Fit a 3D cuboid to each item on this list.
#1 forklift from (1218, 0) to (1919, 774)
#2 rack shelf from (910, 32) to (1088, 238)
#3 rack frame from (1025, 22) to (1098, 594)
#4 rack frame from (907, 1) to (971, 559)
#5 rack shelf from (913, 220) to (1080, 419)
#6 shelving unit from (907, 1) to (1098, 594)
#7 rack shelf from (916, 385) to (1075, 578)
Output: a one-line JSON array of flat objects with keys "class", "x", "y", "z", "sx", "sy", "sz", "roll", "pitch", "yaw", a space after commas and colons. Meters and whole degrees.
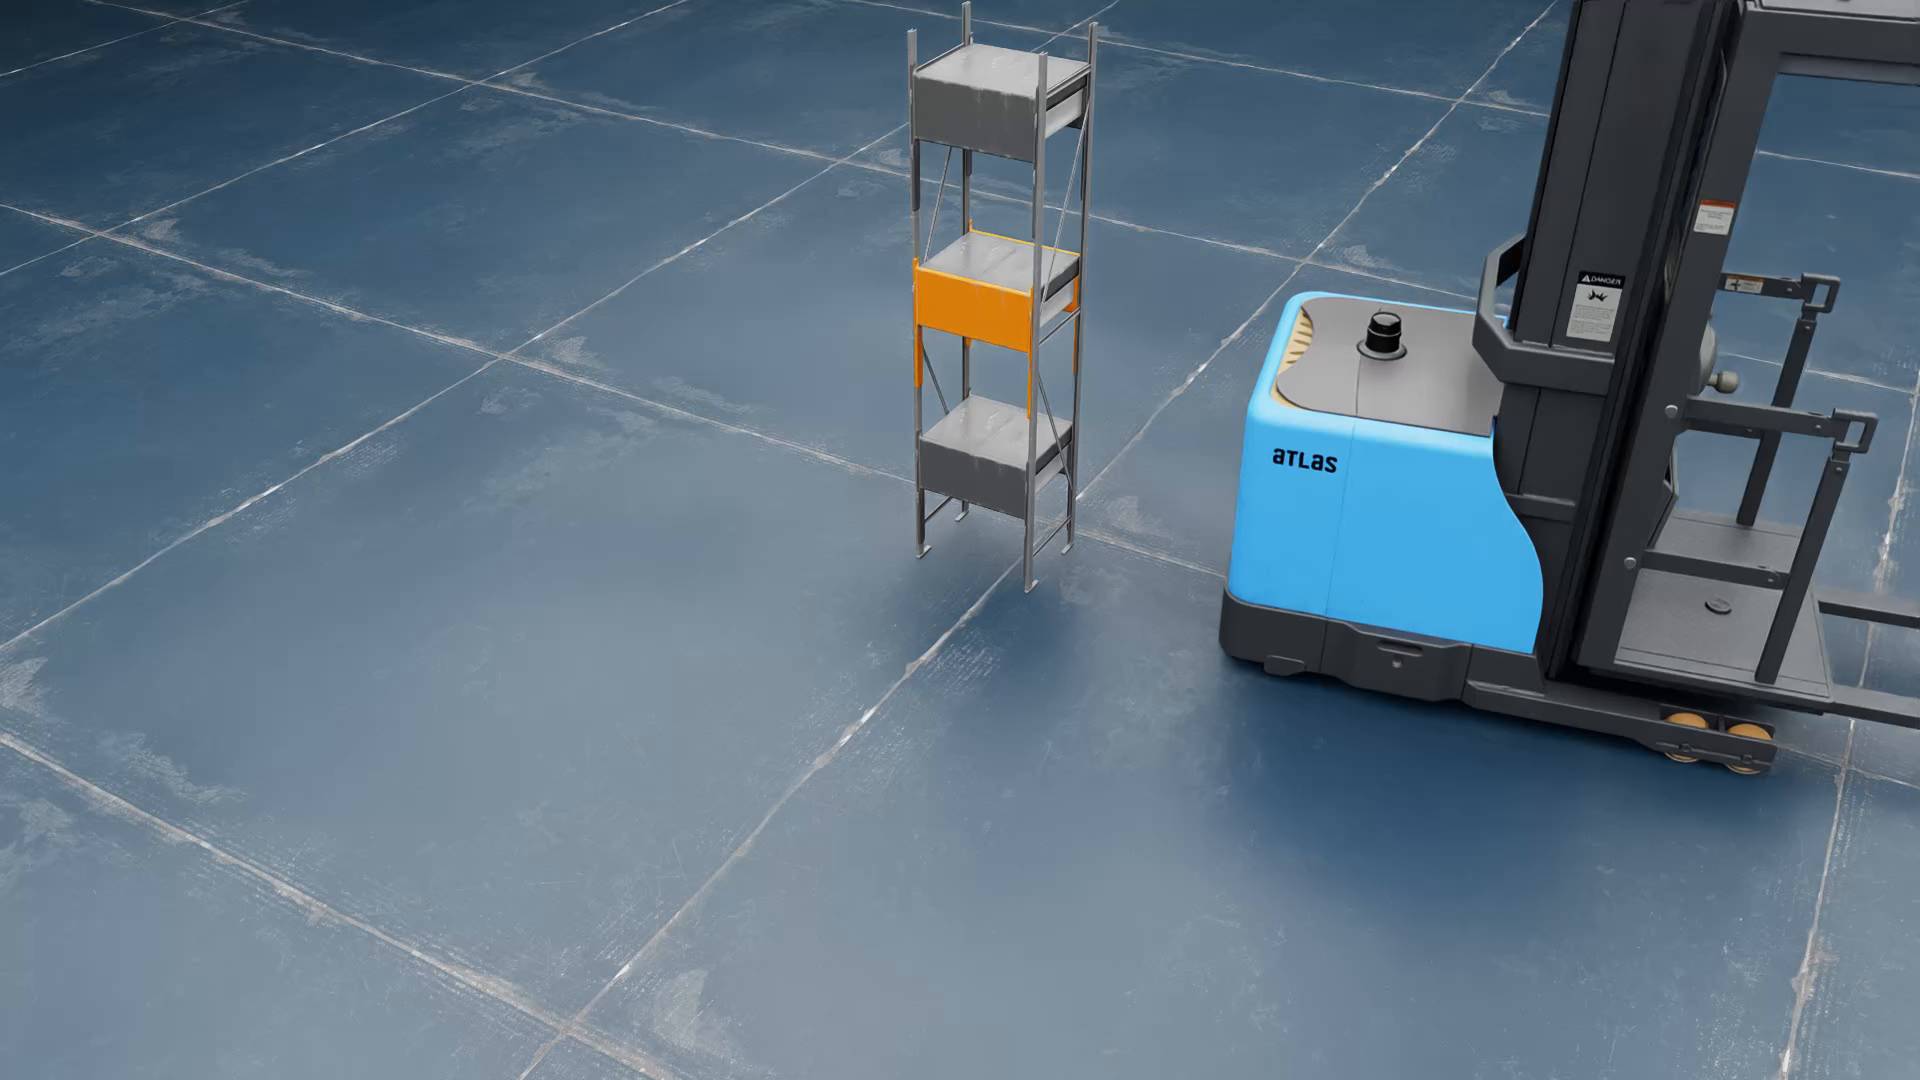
[{"class": "forklift", "x": 2.518, "y": -0.767, "z": 5.258, "sx": 3.031, "sy": 2.935, "sz": 1.130, "roll": 10, "pitch": 35, "yaw": 15}, {"class": "rack shelf", "x": 0.144, "y": -1.400, "z": 5.719, "sx": 0.480, "sy": 0.518, "sz": 0.431, "roll": 18, "pitch": 37, "yaw": 24}, {"class": "rack frame", "x": 0.356, "y": -0.761, "z": 5.999, "sx": 0.015, "sy": 2.100, "sz": 0.400, "roll": 18, "pitch": 37, "yaw": 24}, {"class": "rack frame", "x": -0.068, "y": -0.896, "z": 6.200, "sx": 0.015, "sy": 2.100, "sz": 0.400, "roll": 18, "pitch": 37, "yaw": 24}, {"class": "rack shelf", "x": 0.144, "y": -0.817, "z": 6.107, "sx": 0.480, "sy": 0.518, "sz": 0.431, "roll": 18, "pitch": 37, "yaw": 24}, {"class": "shelving unit", "x": 0.144, "y": -0.828, "z": 6.100, "sx": 0.503, "sy": 2.100, "sz": 0.431, "roll": 18, "pitch": 37, "yaw": 24}, {"class": "rack shelf", "x": 0.144, "y": -0.234, "z": 6.495, "sx": 0.480, "sy": 0.518, "sz": 0.431, "roll": 18, "pitch": 37, "yaw": 24}]
